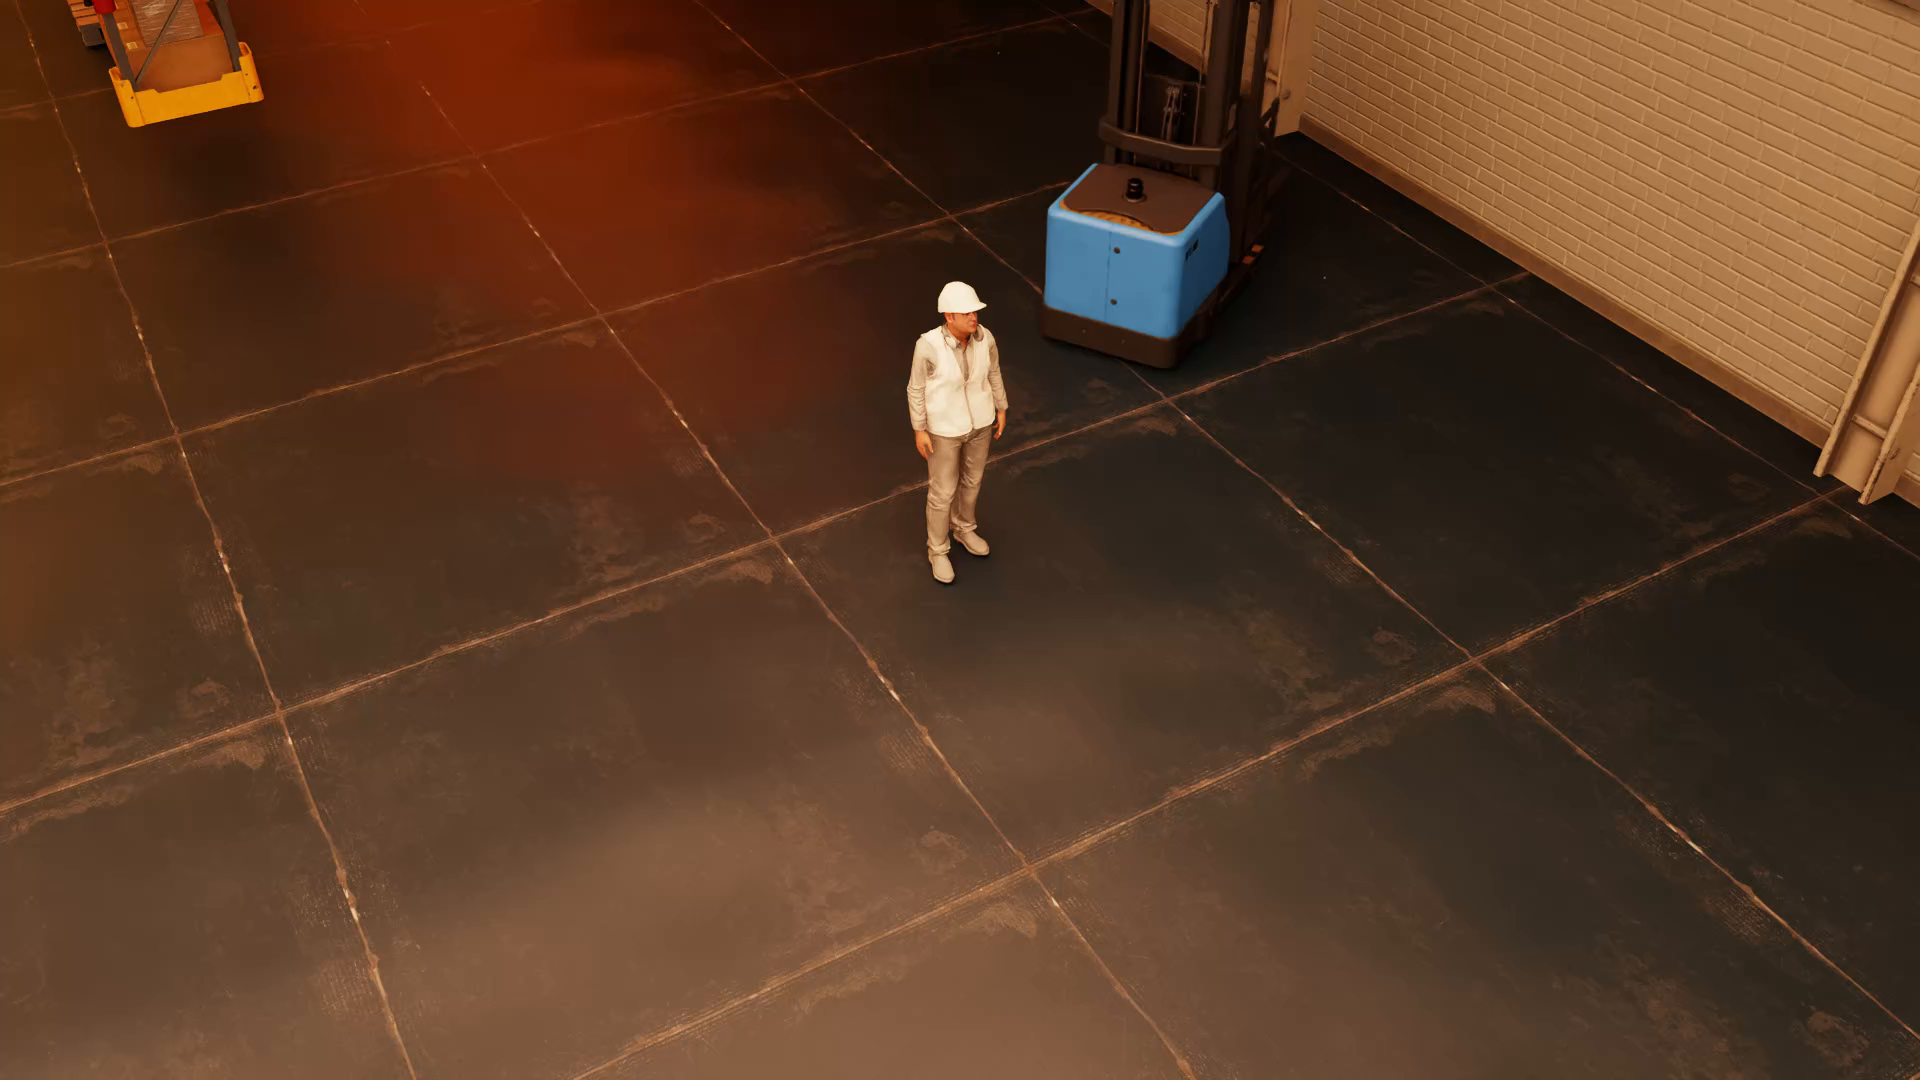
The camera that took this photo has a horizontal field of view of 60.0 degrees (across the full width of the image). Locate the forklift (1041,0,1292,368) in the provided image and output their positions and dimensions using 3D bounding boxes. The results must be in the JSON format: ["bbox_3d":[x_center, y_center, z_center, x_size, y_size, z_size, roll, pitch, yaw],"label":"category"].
[{"bbox_3d":[1.724,-3.263,11.970,1.130,2.935,3.031,19,43,21],"label":"forklift"}]

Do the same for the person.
[{"bbox_3d":[0.025,-0.649,9.718,0.633,1.770,0.566,-20,44,-23],"label":"person"}]
